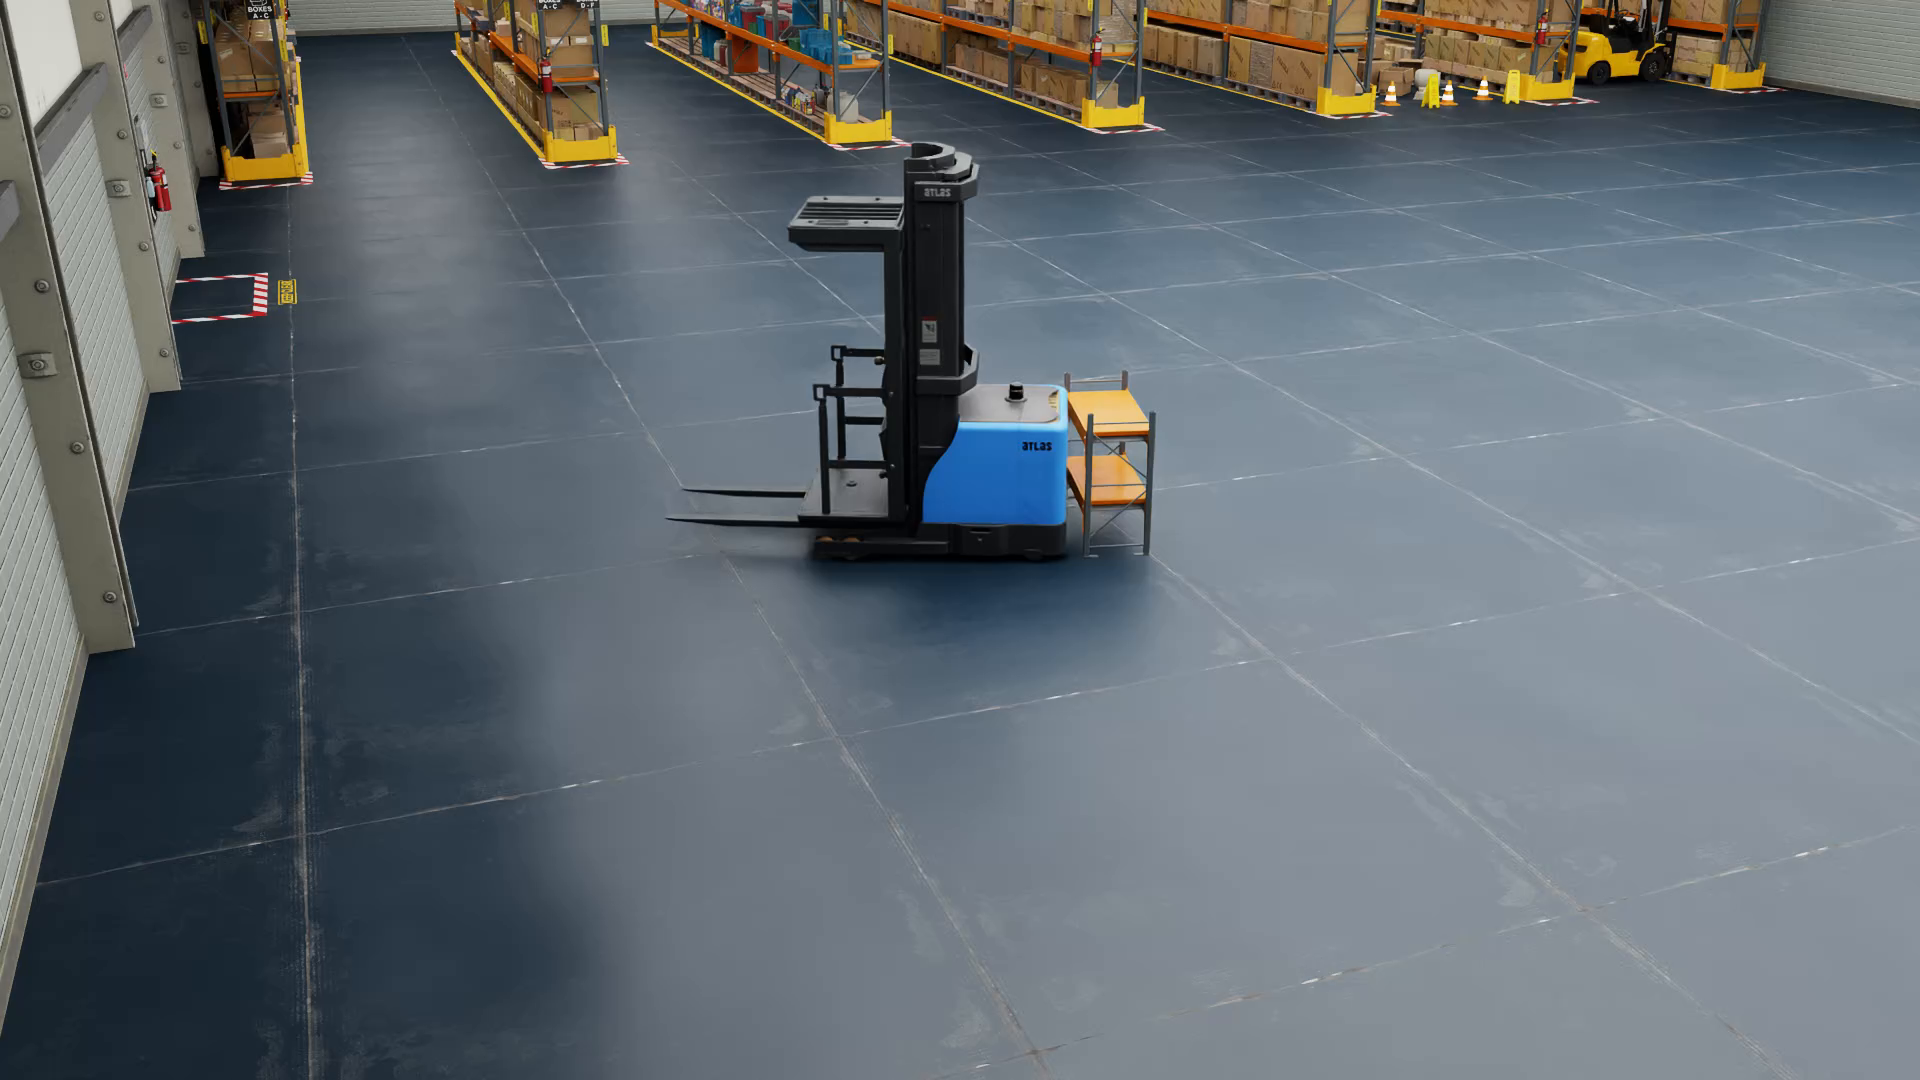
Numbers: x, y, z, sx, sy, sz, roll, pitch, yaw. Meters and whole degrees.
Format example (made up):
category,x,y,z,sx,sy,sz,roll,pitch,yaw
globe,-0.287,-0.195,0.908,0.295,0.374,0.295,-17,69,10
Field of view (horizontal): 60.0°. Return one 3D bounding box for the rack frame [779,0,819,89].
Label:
category,x,y,z,sx,sy,sz,roll,pitch,yaw
rack frame,-3.149,-9.937,32.465,0.949,2.616,0.053,-8,24,-19

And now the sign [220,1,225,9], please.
category,x,y,z,sx,sy,sz,roll,pitch,yaw
sign,-14.352,-10.487,32.278,0.100,0.325,0.005,-8,24,-19

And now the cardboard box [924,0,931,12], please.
category,x,y,z,sx,sy,sz,roll,pitch,yaw
cardboard box,-0.509,-12.443,38.281,0.500,0.500,0.500,-9,24,-19

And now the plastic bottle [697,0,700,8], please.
category,x,y,z,sx,sy,sz,roll,pitch,yaw
plastic bottle,-6.027,-12.385,38.438,0.097,0.271,0.097,0,23,0

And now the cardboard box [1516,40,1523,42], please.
category,x,y,z,sx,sy,sz,roll,pitch,yaw
cardboard box,11.772,-10.507,35.850,0.500,0.500,0.500,-8,24,-18

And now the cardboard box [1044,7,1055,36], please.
category,x,y,z,sx,sy,sz,roll,pitch,yaw
cardboard box,2.135,-10.086,32.305,0.875,0.500,0.500,-8,24,-19

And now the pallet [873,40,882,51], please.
category,x,y,z,sx,sy,sz,roll,pitch,yaw
pallet,-1.540,-12.525,42.195,1.003,0.211,1.213,-8,24,-19

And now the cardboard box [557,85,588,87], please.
category,x,y,z,sx,sy,sz,roll,pitch,yaw
cardboard box,-6.883,-7.848,29.541,0.500,0.500,0.500,-8,24,-19

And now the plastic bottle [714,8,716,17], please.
category,x,y,z,sx,sy,sz,roll,pitch,yaw
plastic bottle,-5.419,-11.727,36.968,0.097,0.201,0.097,0,23,0

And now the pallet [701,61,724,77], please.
category,x,y,z,sx,sy,sz,roll,pitch,yaw
pallet,-5.310,-10.828,38.169,1.003,0.211,1.213,-8,24,-19

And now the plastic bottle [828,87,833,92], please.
category,x,y,z,sx,sy,sz,roll,pitch,yaw
plastic bottle,-2.473,-8.537,31.987,0.144,0.351,0.185,-8,24,-19

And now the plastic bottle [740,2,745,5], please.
category,x,y,z,sx,sy,sz,roll,pitch,yaw
plastic bottle,-4.906,-12.038,37.610,0.152,0.276,0.135,-8,24,-19

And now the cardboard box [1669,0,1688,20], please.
category,x,y,z,sx,sy,sz,roll,pitch,yaw
cardboard box,16.032,-11.770,36.684,0.500,0.500,0.500,-9,24,-20

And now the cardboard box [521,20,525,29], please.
category,x,y,z,sx,sy,sz,roll,pitch,yaw
cardboard box,-7.692,-9.294,29.976,0.380,0.149,0.250,-9,24,-20

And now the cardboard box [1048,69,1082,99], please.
category,x,y,z,sx,sy,sz,roll,pitch,yaw
cardboard box,2.087,-9.085,33.121,0.500,0.500,0.500,-11,25,-24

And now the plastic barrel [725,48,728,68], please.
category,x,y,z,sx,sy,sz,roll,pitch,yaw
plastic barrel,-5.037,-10.805,37.187,0.421,0.512,0.421,0,23,0

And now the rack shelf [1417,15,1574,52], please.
category,x,y,z,sx,sy,sz,roll,pitch,yaw
rack shelf,11.459,-10.918,35.717,1.077,0.370,4.000,-8,24,-19

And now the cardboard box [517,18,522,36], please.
category,x,y,z,sx,sy,sz,roll,pitch,yaw
cardboard box,-8.230,-9.777,31.956,0.500,0.500,0.500,-7,24,-15

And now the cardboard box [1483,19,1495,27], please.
category,x,y,z,sx,sy,sz,roll,pitch,yaw
cardboard box,11.316,-10.968,35.235,0.380,0.149,0.250,-9,24,-20

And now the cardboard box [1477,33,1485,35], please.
category,x,y,z,sx,sy,sz,roll,pitch,yaw
cardboard box,13.631,-13.277,43.068,0.500,0.500,0.500,-8,24,-17

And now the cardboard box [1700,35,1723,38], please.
category,x,y,z,sx,sy,sz,roll,pitch,yaw
cardboard box,16.635,-10.974,36.636,0.500,0.250,0.500,-8,24,-19

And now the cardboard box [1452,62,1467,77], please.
category,x,y,z,sx,sy,sz,roll,pitch,yaw
cardboard box,11.097,-10.266,36.245,0.500,0.250,0.500,-9,24,-20

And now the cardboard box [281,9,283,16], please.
category,x,y,z,sx,sy,sz,roll,pitch,yaw
cardboard box,-13.766,-10.435,33.108,0.500,0.500,0.500,-8,24,-17

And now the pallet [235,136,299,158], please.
category,x,y,z,sx,sy,sz,roll,pitch,yaw
pallet,-11.715,-6.609,28.159,1.003,0.211,1.213,-8,24,-19

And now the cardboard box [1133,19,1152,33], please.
category,x,y,z,sx,sy,sz,roll,pitch,yaw
cardboard box,4.257,-12.313,39.814,0.500,0.250,0.500,-9,24,-20

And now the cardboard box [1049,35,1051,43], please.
category,x,y,z,sx,sy,sz,roll,pitch,yaw
cardboard box,1.949,-9.753,32.352,0.380,0.149,0.250,-8,24,-19

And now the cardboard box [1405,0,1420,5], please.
category,x,y,z,sx,sy,sz,roll,pitch,yaw
cardboard box,10.312,-12.203,37.623,0.380,0.149,0.250,-8,24,-18

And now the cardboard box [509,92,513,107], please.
category,x,y,z,sx,sy,sz,roll,pitch,yaw
cardboard box,-8.382,-8.480,32.006,0.500,0.250,0.500,-9,24,-20

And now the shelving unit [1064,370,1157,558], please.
category,x,y,z,sx,sy,sz,roll,pitch,yaw
shelving unit,1.118,-0.599,12.722,0.538,1.125,1.048,-2,23,-6

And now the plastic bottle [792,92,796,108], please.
category,x,y,z,sx,sy,sz,roll,pitch,yaw
plastic bottle,-3.169,-8.403,31.756,0.061,0.283,0.133,-7,24,-17

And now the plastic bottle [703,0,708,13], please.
category,x,y,z,sx,sy,sz,roll,pitch,yaw
plastic bottle,-5.762,-12.145,37.863,0.152,0.276,0.135,-8,24,-19

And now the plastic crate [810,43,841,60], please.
category,x,y,z,sx,sy,sz,roll,pitch,yaw
plastic crate,-2.420,-8.792,29.940,0.499,0.251,0.408,-8,24,-19

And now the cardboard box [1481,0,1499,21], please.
category,x,y,z,sx,sy,sz,roll,pitch,yaw
cardboard box,11.370,-11.230,35.020,0.500,0.500,0.500,-8,24,-19

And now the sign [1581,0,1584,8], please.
category,x,y,z,sx,sy,sz,roll,pitch,yaw
sign,12.673,-10.996,33.862,0.100,0.325,0.005,-8,24,-19

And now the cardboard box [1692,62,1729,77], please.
category,x,y,z,sx,sy,sz,roll,pitch,yaw
cardboard box,16.346,-10.259,36.227,0.500,0.250,0.500,-8,24,-19

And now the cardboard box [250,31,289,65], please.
category,x,y,z,sx,sy,sz,roll,pitch,yaw
cardboard box,-11.237,-7.994,27.056,0.500,0.500,0.500,-9,25,-21

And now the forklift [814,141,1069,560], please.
category,x,y,z,sx,sy,sz,roll,pitch,yaw
forklift,-0.696,-1.404,12.308,3.031,2.935,1.130,1,23,3

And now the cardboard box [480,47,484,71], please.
category,x,y,z,sx,sy,sz,roll,pitch,yaw
cardboard box,-10.302,-10.632,36.765,0.500,0.500,0.500,-8,24,-18

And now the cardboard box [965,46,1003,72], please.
category,x,y,z,sx,sy,sz,roll,pitch,yaw
cardboard box,0.532,-10.680,36.879,0.700,0.500,0.500,-10,25,-23

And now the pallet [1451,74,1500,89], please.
category,x,y,z,sx,sy,sz,roll,pitch,yaw
pallet,11.457,-10.008,36.222,1.003,0.211,1.213,-8,24,-19

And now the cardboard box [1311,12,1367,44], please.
category,x,y,z,sx,sy,sz,roll,pitch,yaw
cardboard box,7.397,-10.004,32.431,0.875,0.550,0.550,-8,24,-19

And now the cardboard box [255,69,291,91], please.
category,x,y,z,sx,sy,sz,roll,pitch,yaw
cardboard box,-10.883,-7.285,26.339,0.500,0.250,0.500,-9,25,-21

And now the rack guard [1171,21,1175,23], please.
category,x,y,z,sx,sy,sz,roll,pitch,yaw
rack guard,6.505,-15.193,48.153,1.175,0.500,0.348,-8,24,-19

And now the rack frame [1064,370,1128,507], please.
category,x,y,z,sx,sy,sz,roll,pitch,yaw
rack frame,1.064,-0.795,13.188,0.500,1.125,0.032,-2,23,-6

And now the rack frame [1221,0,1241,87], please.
category,x,y,z,sx,sy,sz,roll,pitch,yaw
rack frame,6.157,-11.260,35.603,1.000,3.000,0.127,-8,24,-19

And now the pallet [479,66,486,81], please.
category,x,y,z,sx,sy,sz,roll,pitch,yaw
pallet,-10.291,-10.590,37.604,1.003,0.211,1.213,-8,24,-19

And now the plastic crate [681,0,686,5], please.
category,x,y,z,sx,sy,sz,roll,pitch,yaw
plastic crate,-6.462,-12.987,39.643,0.392,0.384,0.575,-8,24,-19

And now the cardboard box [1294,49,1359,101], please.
category,x,y,z,sx,sy,sz,roll,pitch,yaw
cardboard box,7.269,-9.258,33.049,0.875,0.875,0.875,-8,24,-19

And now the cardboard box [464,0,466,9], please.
category,x,y,z,sx,sy,sz,roll,pitch,yaw
cardboard box,-11.214,-12.545,38.523,0.500,0.500,0.500,-8,24,-17

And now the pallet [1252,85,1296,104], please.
category,x,y,z,sx,sy,sz,roll,pitch,yaw
pallet,6.787,-9.244,34.410,1.003,0.211,1.213,-8,24,-19

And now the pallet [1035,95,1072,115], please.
category,x,y,z,sx,sy,sz,roll,pitch,yaw
pallet,2.186,-8.648,32.996,1.003,0.211,1.213,-8,24,-19
